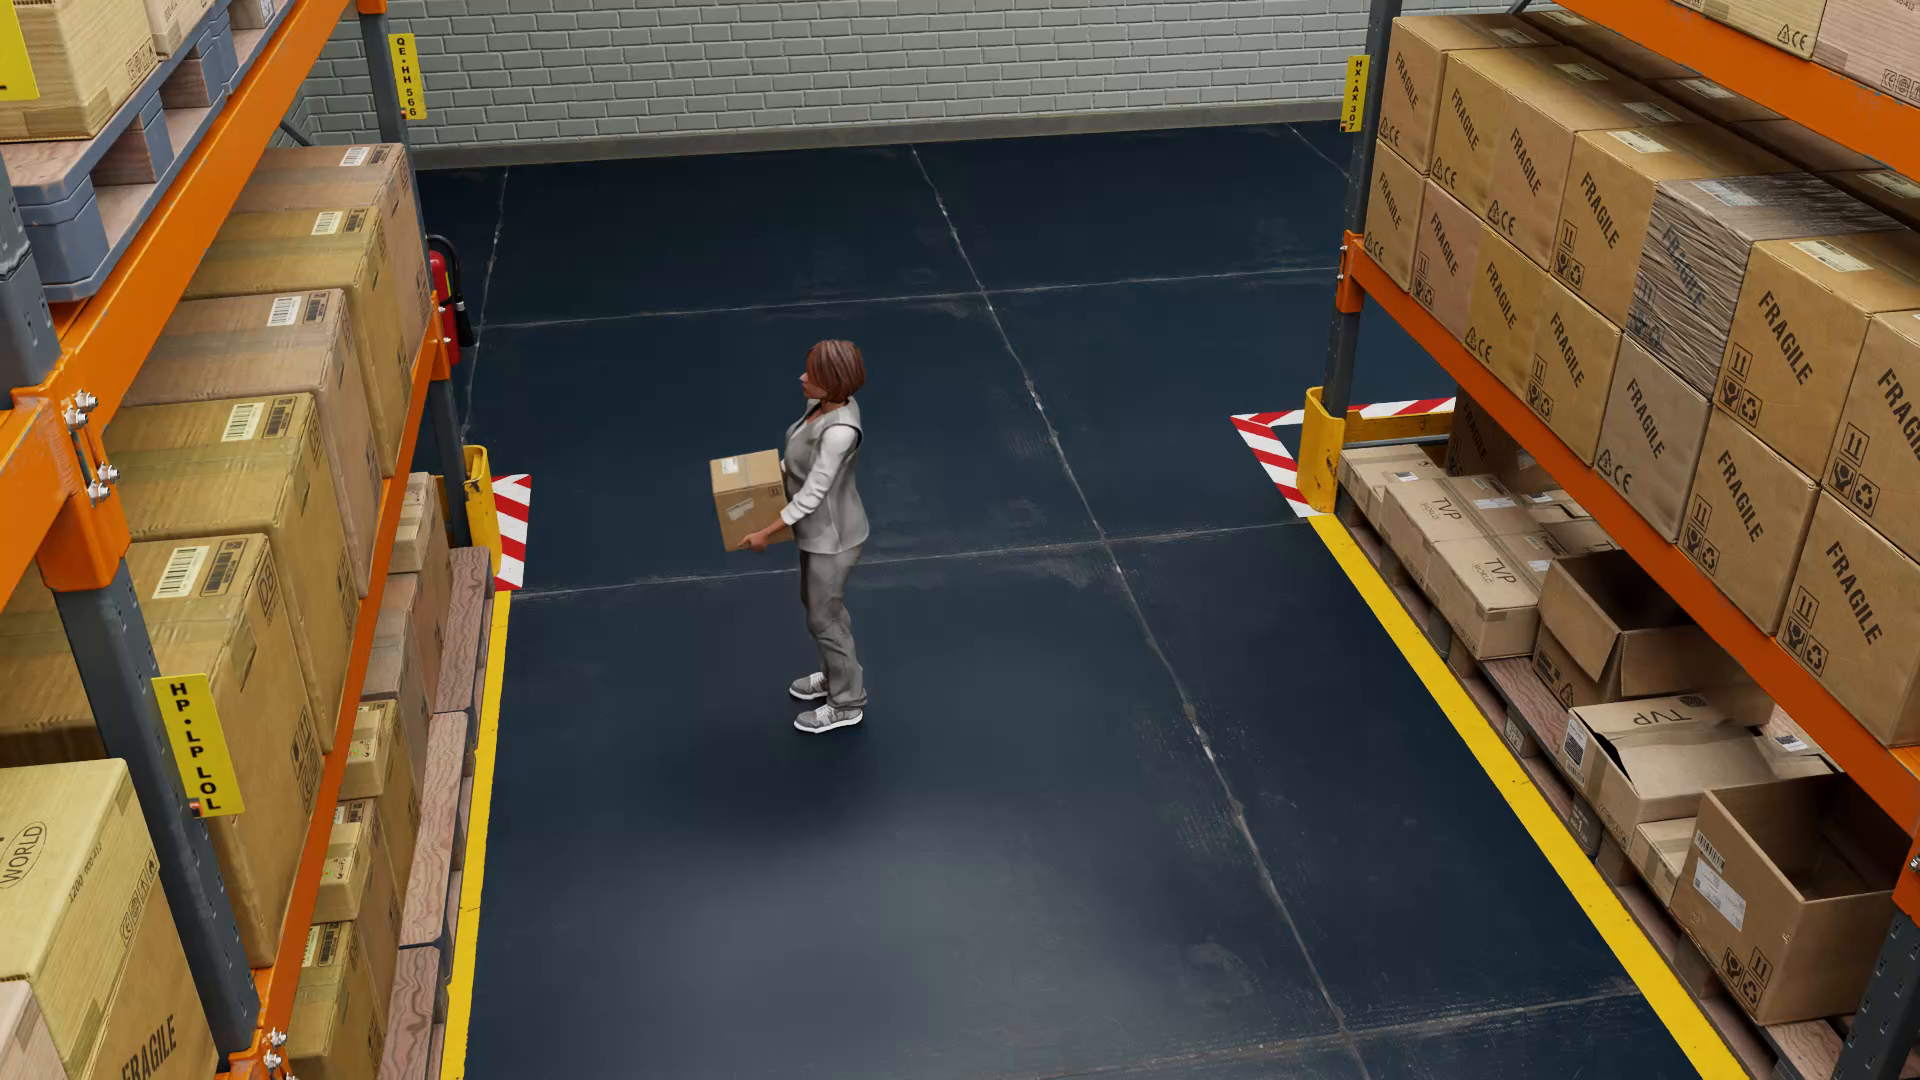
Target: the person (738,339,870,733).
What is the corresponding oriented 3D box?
[{"bbox_3d":[-0.577,-0.007,6.160,0.495,1.588,0.406,-5,31,-8],"label":"person"}]
